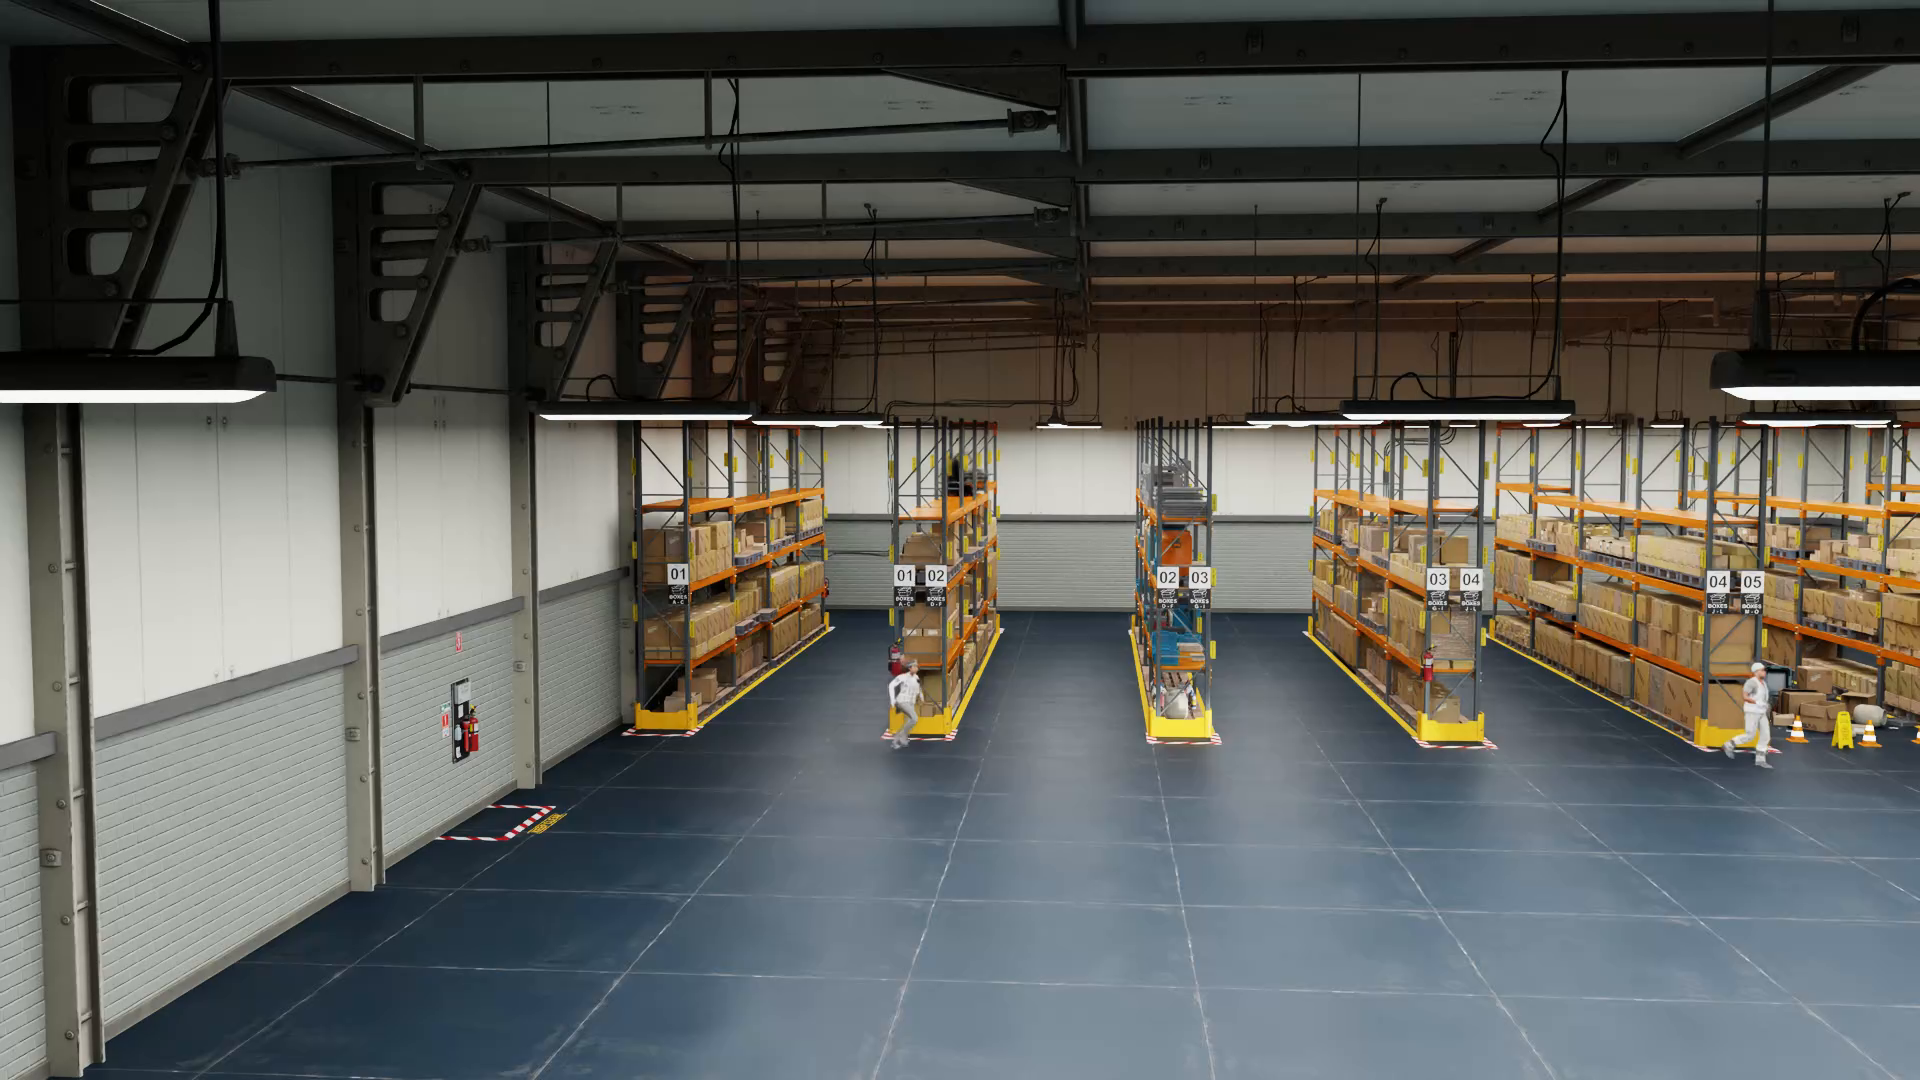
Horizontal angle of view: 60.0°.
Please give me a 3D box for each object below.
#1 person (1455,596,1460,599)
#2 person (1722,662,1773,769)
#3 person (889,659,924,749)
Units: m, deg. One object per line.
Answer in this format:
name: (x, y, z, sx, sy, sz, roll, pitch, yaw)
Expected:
person: (13.872, 1.809, 46.935, 0.848, 1.732, 0.725, -4, 5, -43)
person: (13.594, 2.982, 28.520, 0.669, 1.780, 0.858, -3, 5, -36)
person: (-0.919, 2.956, 30.071, 0.606, 1.619, 0.636, 3, 5, 41)
